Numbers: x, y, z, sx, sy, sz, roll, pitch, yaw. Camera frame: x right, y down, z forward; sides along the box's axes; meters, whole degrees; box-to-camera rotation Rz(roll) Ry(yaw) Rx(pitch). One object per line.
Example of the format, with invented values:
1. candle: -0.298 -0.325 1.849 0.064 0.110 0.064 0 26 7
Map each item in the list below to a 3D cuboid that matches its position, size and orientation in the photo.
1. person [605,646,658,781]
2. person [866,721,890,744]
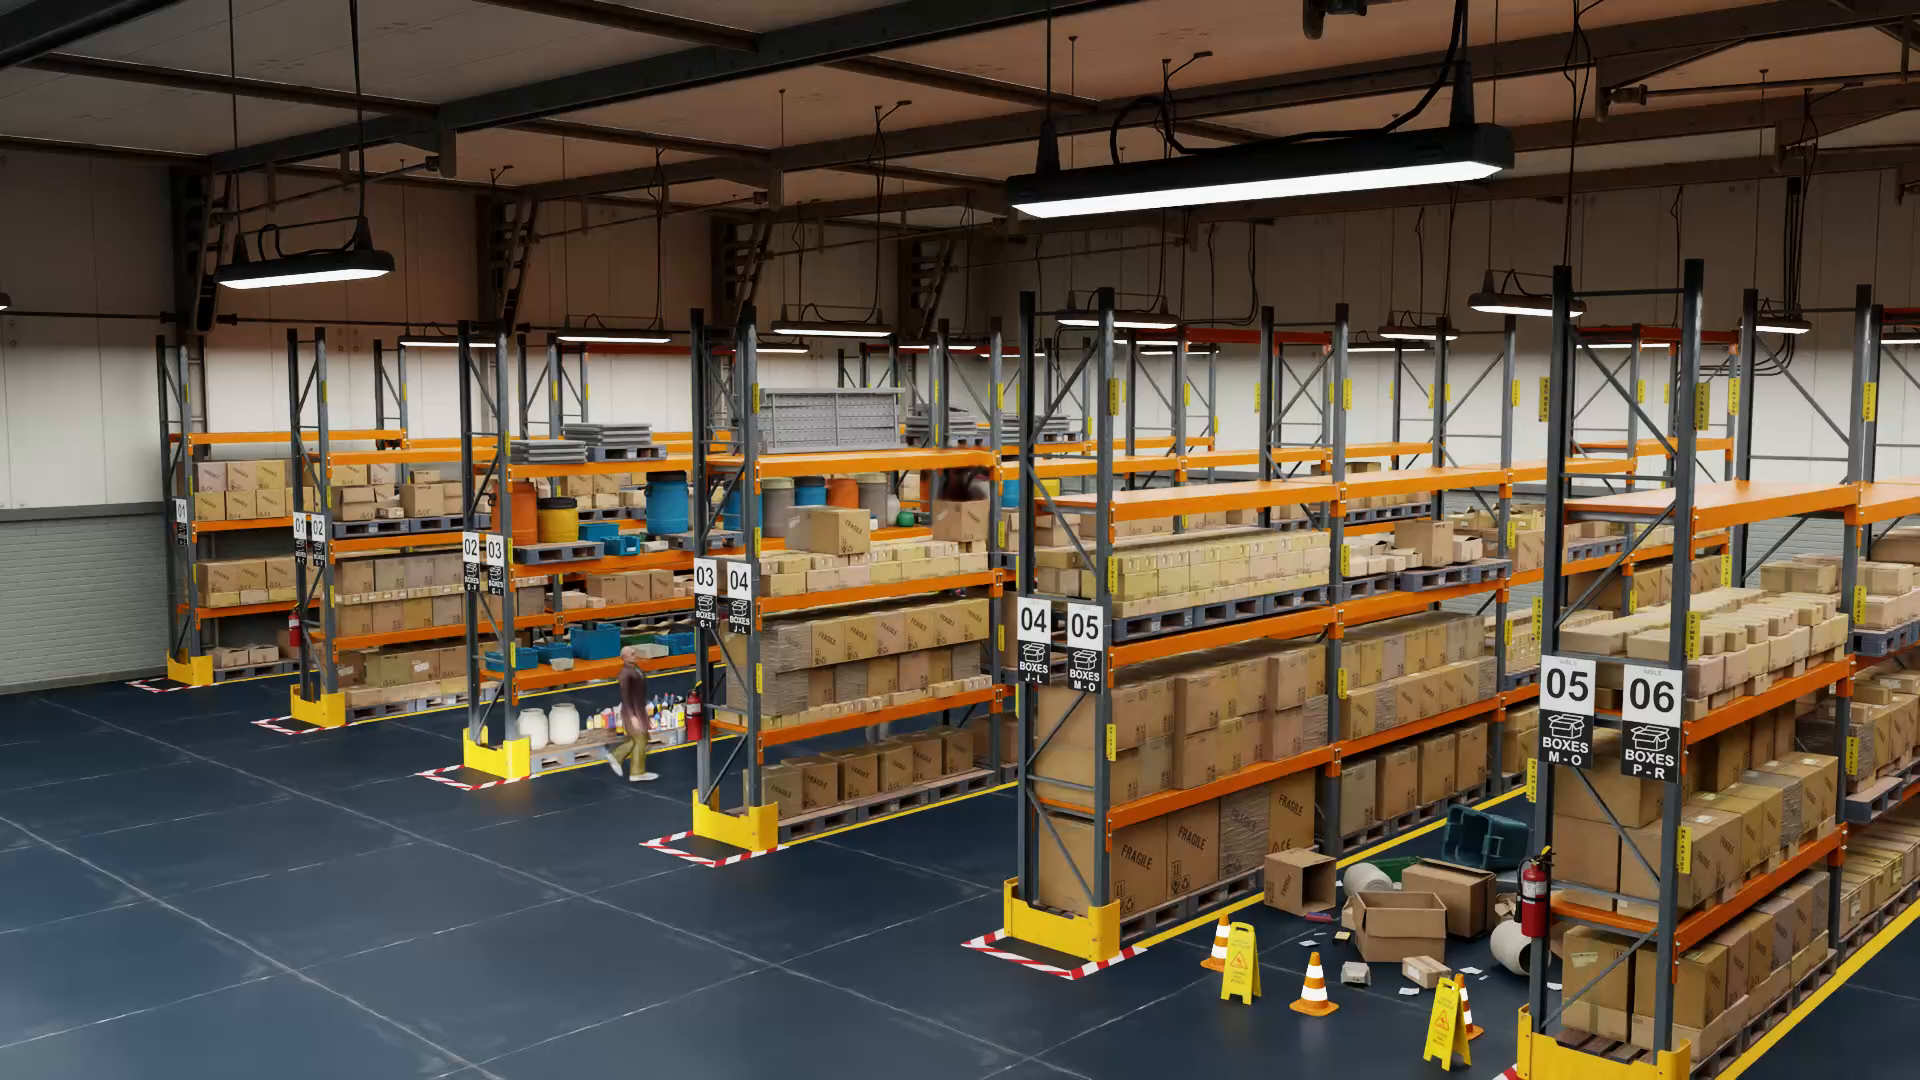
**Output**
1. person: -4.268 2.247 21.559 0.678 1.762 0.577 -1 5 -12
2. person: -1.096 2.238 22.560 0.516 1.638 0.440 0 5 4
